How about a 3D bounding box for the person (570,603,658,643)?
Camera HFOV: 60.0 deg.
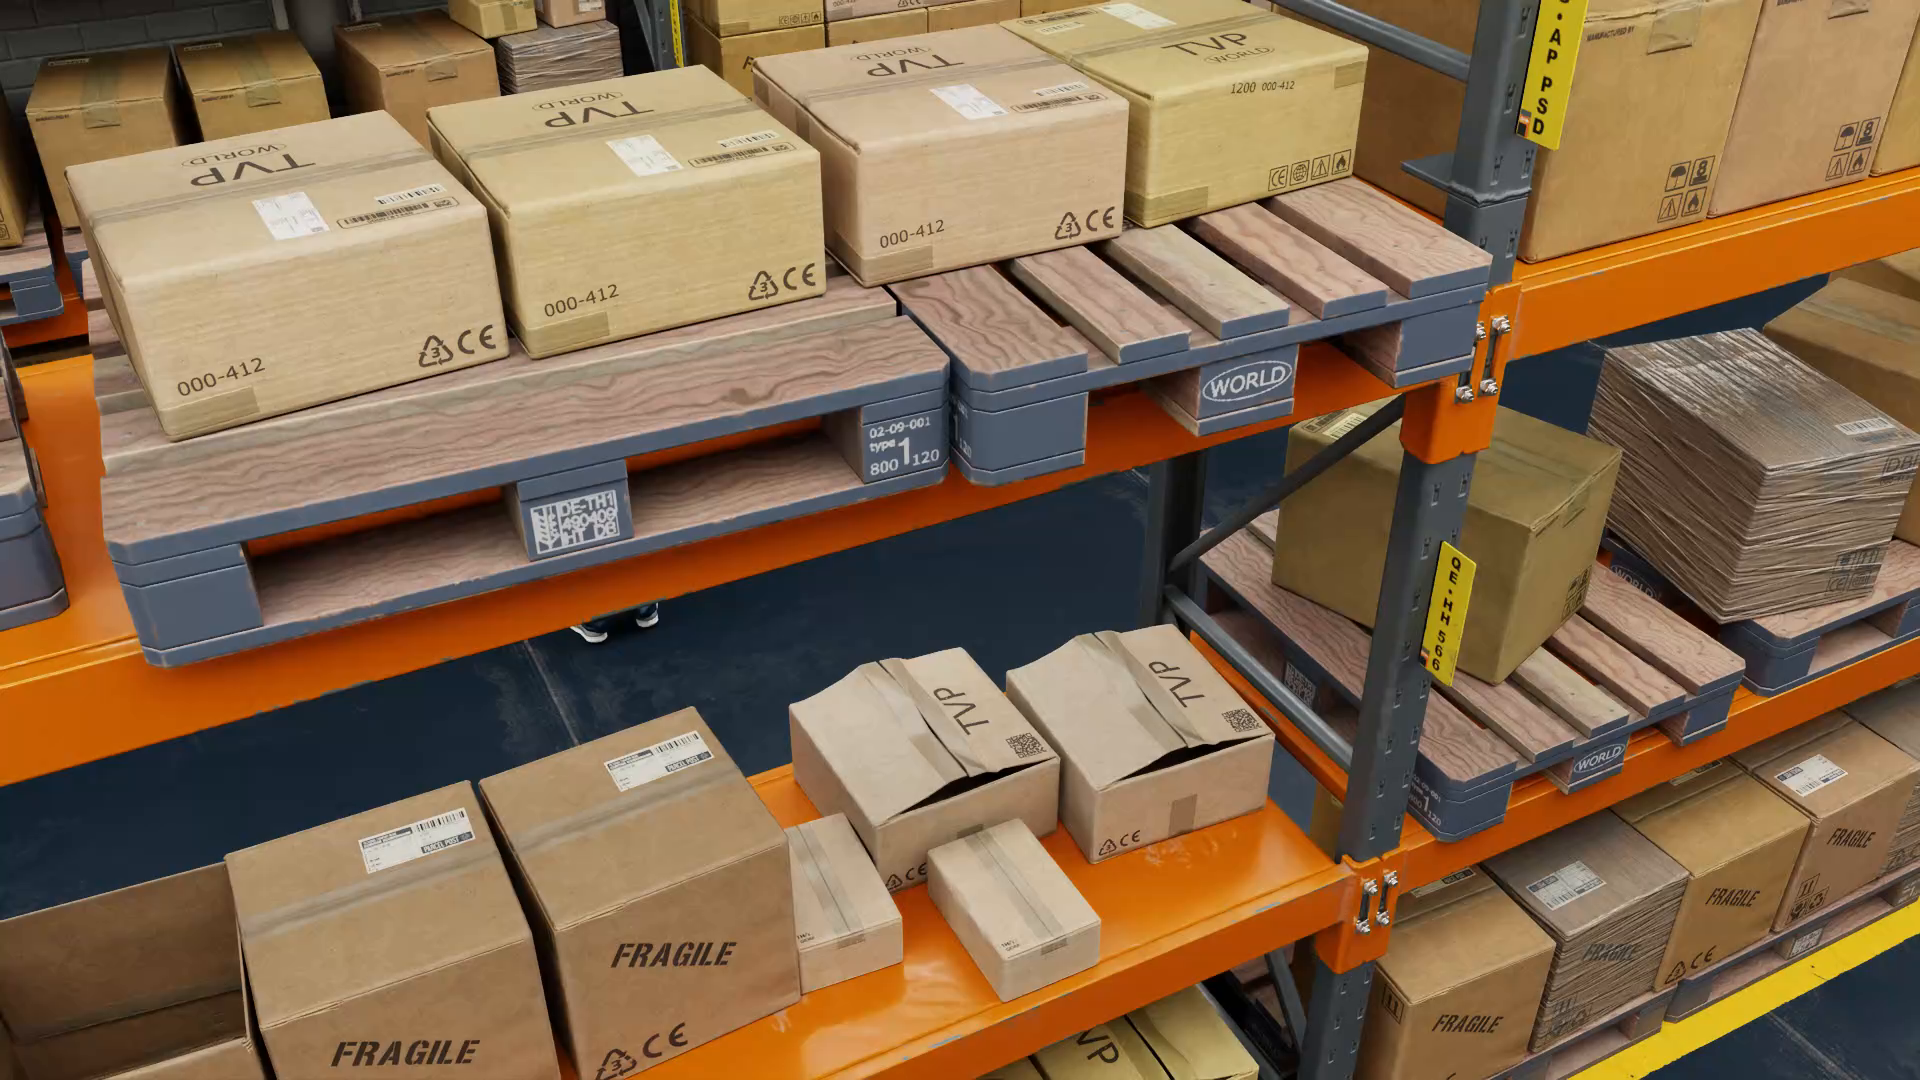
[{"bbox_3d":[-1.480,-0.297,6.599,0.476,1.593,0.347,-17,37,-24],"label":"person"}]
